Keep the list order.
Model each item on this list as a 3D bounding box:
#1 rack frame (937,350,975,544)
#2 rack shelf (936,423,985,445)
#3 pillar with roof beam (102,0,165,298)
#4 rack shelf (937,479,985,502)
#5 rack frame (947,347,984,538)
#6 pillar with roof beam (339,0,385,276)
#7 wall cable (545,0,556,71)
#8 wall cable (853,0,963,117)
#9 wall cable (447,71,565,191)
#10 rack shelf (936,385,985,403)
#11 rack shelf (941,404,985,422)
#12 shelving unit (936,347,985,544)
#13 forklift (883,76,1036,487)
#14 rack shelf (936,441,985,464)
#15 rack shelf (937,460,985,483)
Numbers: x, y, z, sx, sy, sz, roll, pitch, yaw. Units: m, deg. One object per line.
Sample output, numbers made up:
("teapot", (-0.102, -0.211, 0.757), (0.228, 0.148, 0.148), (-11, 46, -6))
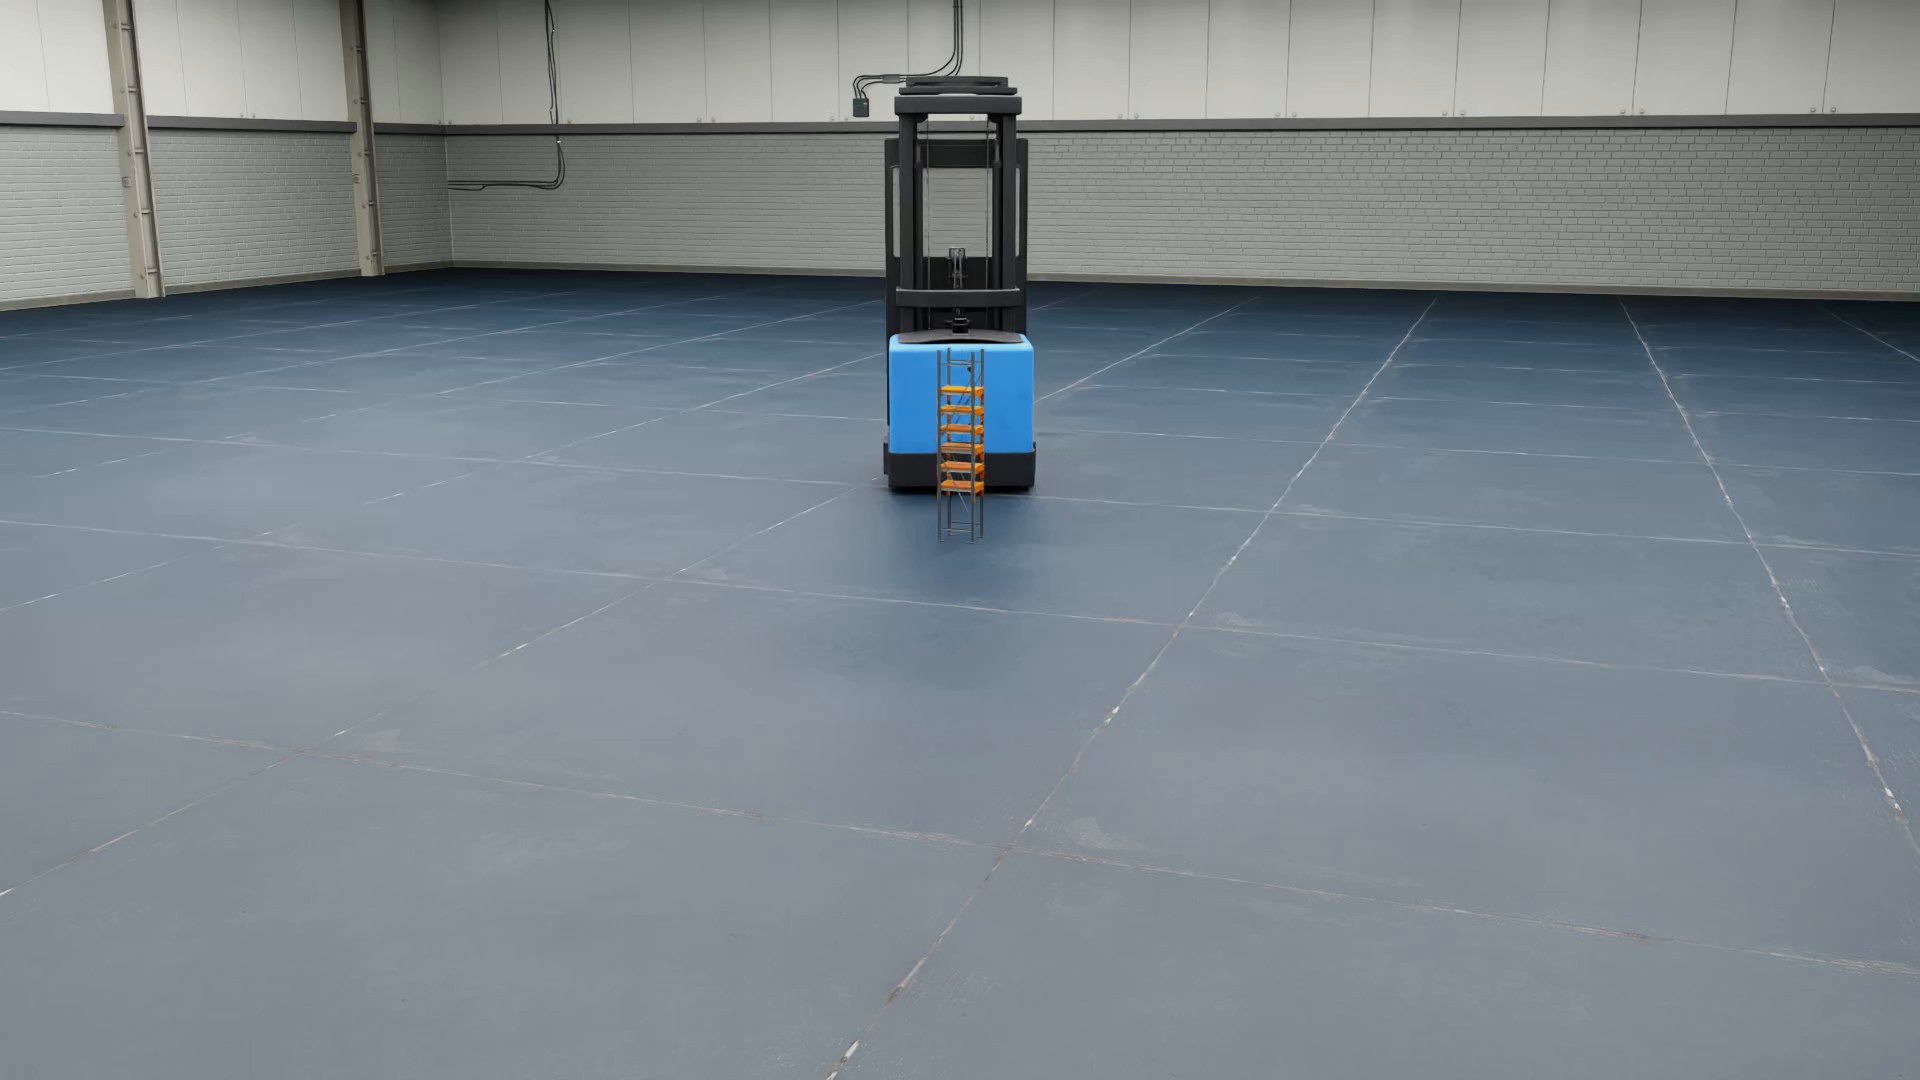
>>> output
("rack frame", (-0.025, -0.569, 10.283), (0.240, 1.200, 0.006), (4, 14, 18))
("rack shelf", (0.005, -0.662, 10.351), (0.258, 0.103, 0.180), (4, 14, 18))
("pillar with roof beam", (-10.103, -8.327, 26.747), (9.100, 9.000, 0.400), (4, 14, 18))
("rack shelf", (0.005, -0.311, 10.431), (0.258, 0.103, 0.180), (4, 14, 18))
("rack frame", (0.034, -0.607, 10.452), (0.240, 1.200, 0.006), (4, 14, 18))
("pillar with roof beam", (-8.162, -9.590, 32.282), (9.100, 9.000, 0.400), (4, 14, 18))
("wall cable", (-7.471, -11.179, 34.871), (3.097, 2.526, 0.112), (4, 14, 18))
("wall cable", (-1.053, -11.396, 32.553), (2.305, 6.003, 0.169), (4, 14, 18))
("wall cable", (-10.031, -8.911, 36.286), (3.097, 2.526, 0.112), (4, 14, 18))
("rack shelf", (0.005, -0.896, 10.298), (0.258, 0.103, 0.180), (4, 14, 18))
("rack shelf", (0.005, -0.779, 10.324), (0.258, 0.103, 0.180), (4, 14, 18))
("shelving unit", (0.005, -0.588, 10.368), (0.258, 1.200, 0.189), (4, 14, 18))
("forklift", (-0.038, -2.077, 13.002), (1.130, 2.935, 3.031), (0, 13, -2))
("rack shelf", (0.005, -0.545, 10.378), (0.258, 0.103, 0.180), (4, 14, 18))
("rack shelf", (0.005, -0.428, 10.404), (0.258, 0.103, 0.180), (4, 14, 18))
